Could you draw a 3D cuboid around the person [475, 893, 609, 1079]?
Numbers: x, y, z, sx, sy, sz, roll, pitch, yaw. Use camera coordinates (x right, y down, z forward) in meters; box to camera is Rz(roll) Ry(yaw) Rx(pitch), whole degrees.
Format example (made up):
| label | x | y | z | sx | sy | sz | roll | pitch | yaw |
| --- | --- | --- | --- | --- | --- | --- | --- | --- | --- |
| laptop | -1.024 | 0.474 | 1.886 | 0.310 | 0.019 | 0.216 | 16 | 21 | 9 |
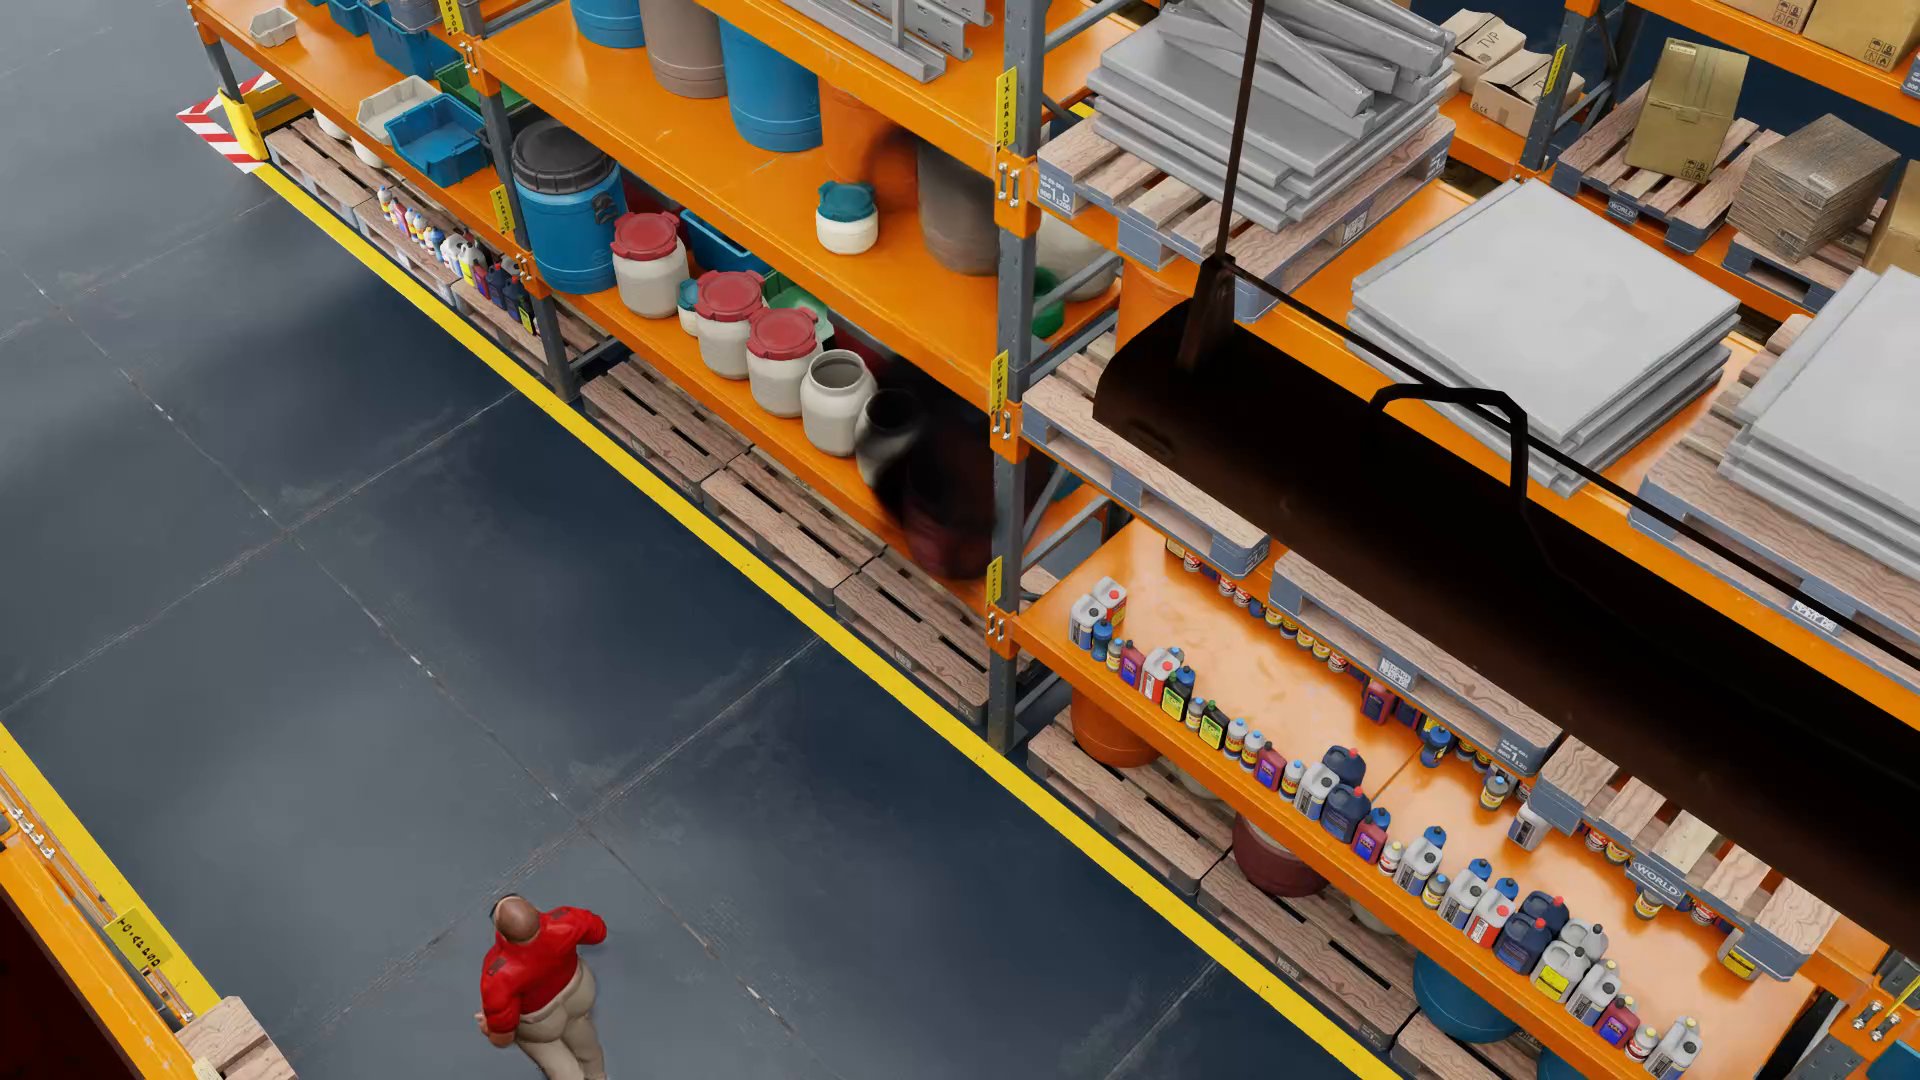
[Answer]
| label | x | y | z | sx | sy | sz | roll | pitch | yaw |
| --- | --- | --- | --- | --- | --- | --- | --- | --- | --- |
| person | -1.822 | 1.980 | 7.265 | 0.544 | 1.698 | 0.664 | 35 | 58 | 25 |
